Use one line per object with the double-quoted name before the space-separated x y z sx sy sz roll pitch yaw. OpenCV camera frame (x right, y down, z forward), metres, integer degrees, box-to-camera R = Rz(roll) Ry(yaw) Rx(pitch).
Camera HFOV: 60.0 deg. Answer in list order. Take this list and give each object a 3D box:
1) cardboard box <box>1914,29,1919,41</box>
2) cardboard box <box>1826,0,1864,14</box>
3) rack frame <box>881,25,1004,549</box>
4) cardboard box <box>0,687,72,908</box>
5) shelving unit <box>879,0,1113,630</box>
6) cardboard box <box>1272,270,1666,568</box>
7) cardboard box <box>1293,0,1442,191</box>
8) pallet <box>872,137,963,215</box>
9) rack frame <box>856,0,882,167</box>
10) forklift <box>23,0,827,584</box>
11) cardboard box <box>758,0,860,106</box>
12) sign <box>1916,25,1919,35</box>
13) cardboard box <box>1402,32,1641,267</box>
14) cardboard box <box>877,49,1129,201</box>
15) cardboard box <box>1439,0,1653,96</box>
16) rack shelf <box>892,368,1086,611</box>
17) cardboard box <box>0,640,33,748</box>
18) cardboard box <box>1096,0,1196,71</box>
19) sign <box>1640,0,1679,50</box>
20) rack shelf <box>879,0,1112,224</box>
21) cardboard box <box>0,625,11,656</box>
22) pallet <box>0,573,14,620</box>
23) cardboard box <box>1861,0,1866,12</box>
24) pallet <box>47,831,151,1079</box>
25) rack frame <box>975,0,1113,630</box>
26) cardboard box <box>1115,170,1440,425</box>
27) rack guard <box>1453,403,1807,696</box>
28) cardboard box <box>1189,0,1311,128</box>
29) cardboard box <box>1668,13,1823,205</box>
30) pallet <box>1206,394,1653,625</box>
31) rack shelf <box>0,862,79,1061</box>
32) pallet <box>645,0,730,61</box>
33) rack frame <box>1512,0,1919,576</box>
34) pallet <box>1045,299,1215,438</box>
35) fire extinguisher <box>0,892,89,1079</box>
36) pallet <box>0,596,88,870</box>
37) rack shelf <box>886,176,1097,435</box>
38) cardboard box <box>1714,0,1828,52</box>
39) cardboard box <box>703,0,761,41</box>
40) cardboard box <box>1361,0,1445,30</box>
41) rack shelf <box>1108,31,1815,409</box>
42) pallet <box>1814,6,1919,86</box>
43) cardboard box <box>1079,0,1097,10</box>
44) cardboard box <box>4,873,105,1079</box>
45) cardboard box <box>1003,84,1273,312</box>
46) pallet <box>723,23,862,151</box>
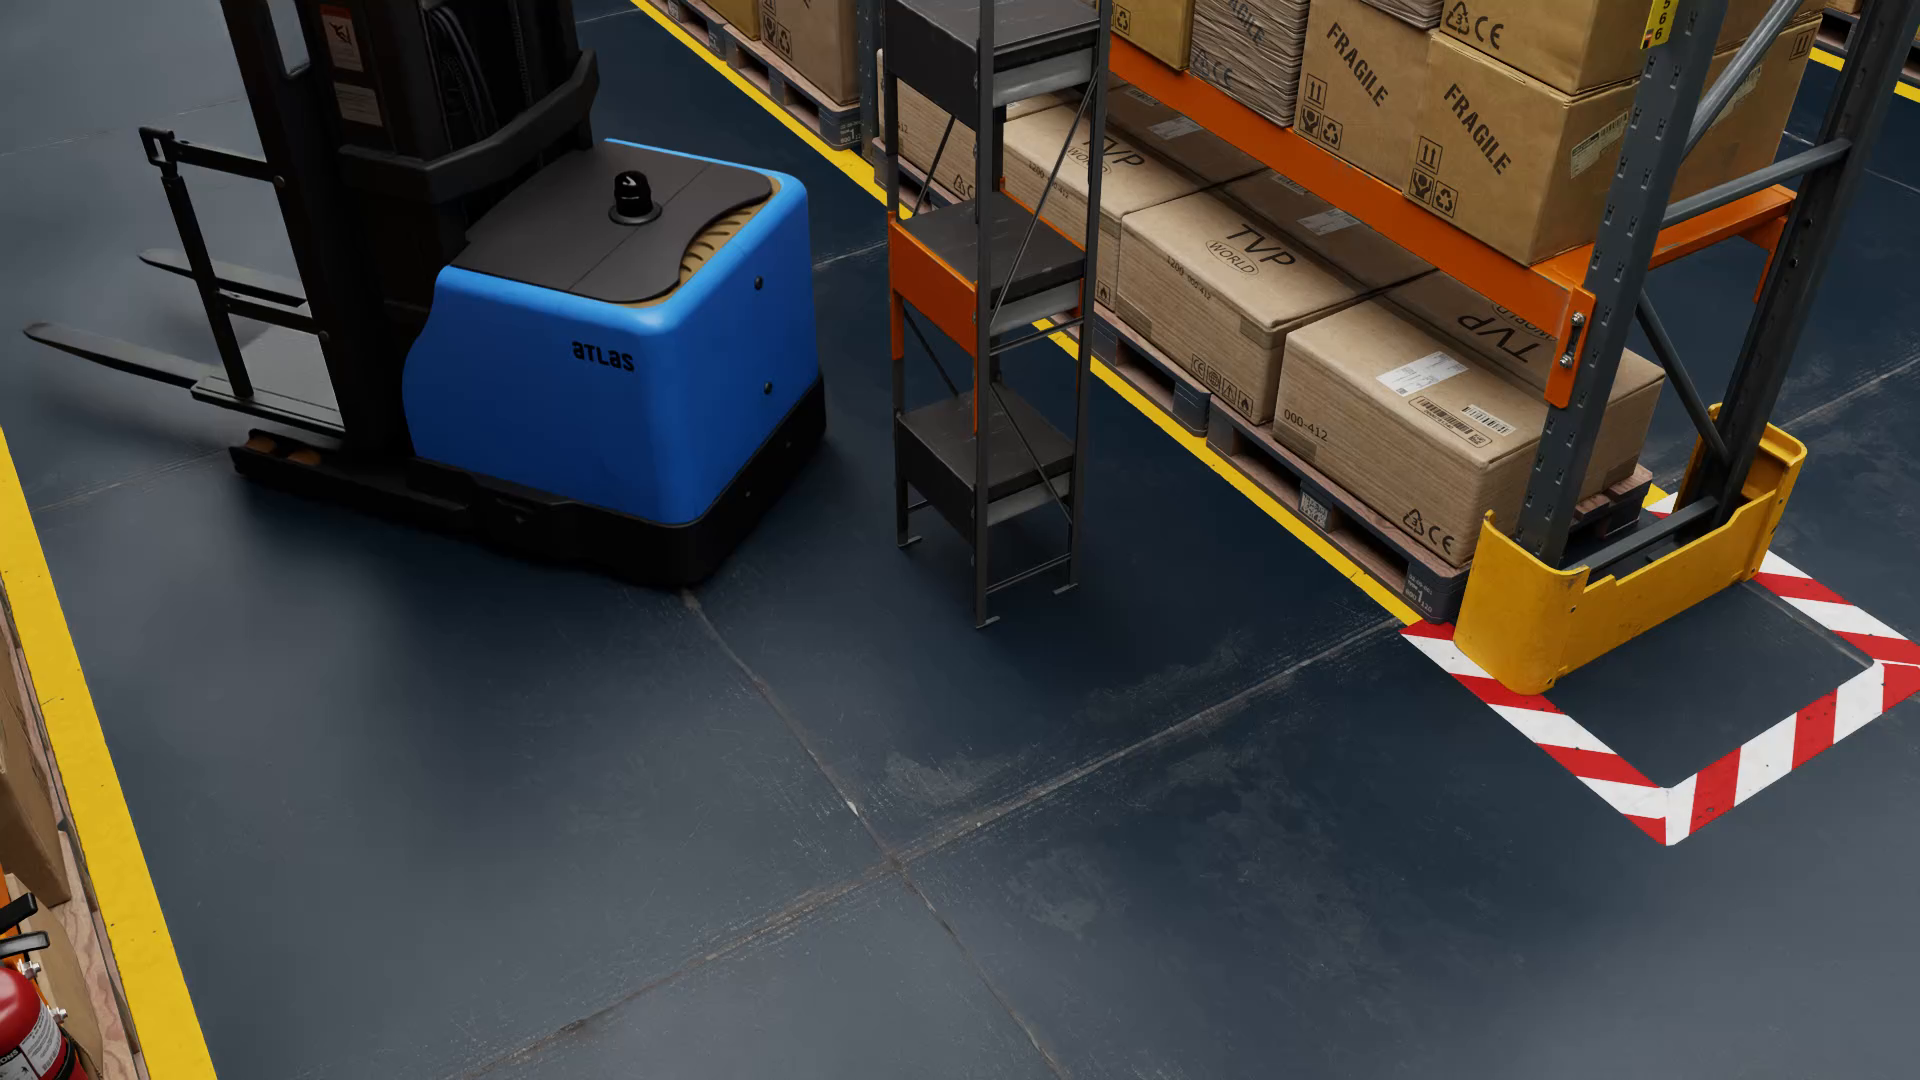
"cardboard box" 5.039 -2.670 8.510 0.380 0.149 0.250 -21 44 -24
"cardboard box" 4.761 -2.948 8.844 0.380 0.149 0.250 -23 45 -26
"rack frame" -0.042 -0.849 5.129 0.400 2.100 0.015 -22 45 -24
"cardboard box" -2.723 0.714 4.174 0.700 0.500 0.500 -20 44 -23
"shelving unit" 0.089 -0.717 4.971 0.431 2.100 0.503 -22 45 -24
"cardboard box" 1.697 -0.457 5.628 0.875 0.438 0.875 -24 45 -26
"cardboard box" 1.396 -1.442 5.059 0.500 0.500 0.500 -23 45 -25
"pallet" 0.328 -1.608 7.515 1.003 0.211 1.213 -22 45 -24
"rack frame" -0.015 -3.117 7.147 1.000 3.000 0.127 -22 45 -24
"forklift" -2.061 -1.584 5.361 3.031 2.935 1.130 15 42 17
"cardboard box" -0.416 -2.769 8.062 0.875 0.875 0.875 -21 44 -23
"sign" 2.607 -1.509 4.479 0.100 0.325 0.005 -22 45 -24
"cardboard box" 1.653 -1.166 4.728 0.500 0.500 0.500 -22 45 -24
"cardboard box" 0.232 -1.918 7.382 0.875 0.438 0.875 -23 45 -25
"cardboard box" 1.676 -1.559 4.418 0.500 0.500 0.500 -21 44 -23
"rack shelf" 0.089 -0.169 5.427 0.431 0.518 0.480 -22 45 -24
"cardboard box" -2.923 0.394 4.558 0.500 0.500 0.500 -21 44 -24
"cardboard box" 0.823 -1.990 5.717 0.500 0.500 0.500 -21 44 -23
"sign" 1.671 -1.314 3.895 0.100 0.325 0.005 -22 45 -24
"rack shelf" 0.089 -1.245 4.531 0.431 0.518 0.480 -22 45 -24
"cardboard box" -3.281 0.154 4.847 0.700 0.500 0.500 -24 45 -26
"pallet" -3.830 0.036 5.542 1.003 0.211 1.213 -22 45 -24
"cardboard box" 4.967 -2.833 8.705 0.380 0.149 0.250 -21 44 -23
"pallet" -2.518 1.353 3.962 1.003 0.211 1.213 -22 45 -24
"rack frame" 0.220 -0.586 4.813 0.400 2.100 0.015 -22 45 -24
"cardboard box" 1.197 -0.948 6.218 0.875 0.438 0.875 -21 44 -23
"rack guard" 2.149 0.015 5.341 1.175 0.500 0.348 -22 45 -24
"cardboard box" 1.111 -1.716 5.388 0.500 0.500 0.500 -21 44 -23
"cardboard box" 2.120 -1.354 4.954 0.500 0.500 0.500 -23 45 -25
"pallet" 1.640 -0.291 5.935 1.003 0.211 1.213 -22 45 -24
"rack shelf" -3.123 -0.050 4.029 1.077 0.370 4.000 -22 45 -24
"pallet" -1.154 -3.095 9.300 1.003 0.211 1.213 -22 45 -24
"rack frame" 2.136 -0.958 4.556 1.000 3.000 0.127 -22 45 -24
"pallet" 0.988 -0.949 6.724 1.003 0.211 1.213 -22 45 -24
"fire extinguisher" -1.579 0.846 2.743 0.296 0.674 0.183 -22 45 -24
"pallet" -3.170 0.695 4.751 1.003 0.211 1.213 -22 45 -24
"rack shelf" 0.089 -0.707 4.979 0.431 0.518 0.480 -22 45 -24
"cardboard box" 2.118 -1.738 4.633 0.500 0.500 0.500 -23 45 -25
"cardboard box" -0.908 -3.254 8.644 0.875 0.875 0.875 -21 44 -23
"cardboard box" 1.370 -1.831 4.745 0.500 0.500 0.500 -22 45 -24
"rack shelf" 1.060 -1.761 6.082 1.077 0.370 4.000 -22 45 -24
"pallet" 5.155 -2.795 8.939 1.003 0.211 1.213 -22 45 -24
"cardboard box" 0.546 -2.268 6.051 0.500 0.500 0.500 -22 45 -24
"cardboard box" -2.296 1.188 3.604 0.797 0.503 0.637 -24 45 -26
"cardboard box" 0.714 -1.435 6.803 0.875 0.438 0.875 -24 45 -26
"pallet" -0.493 -2.436 8.509 1.003 0.211 1.213 -22 45 -24
